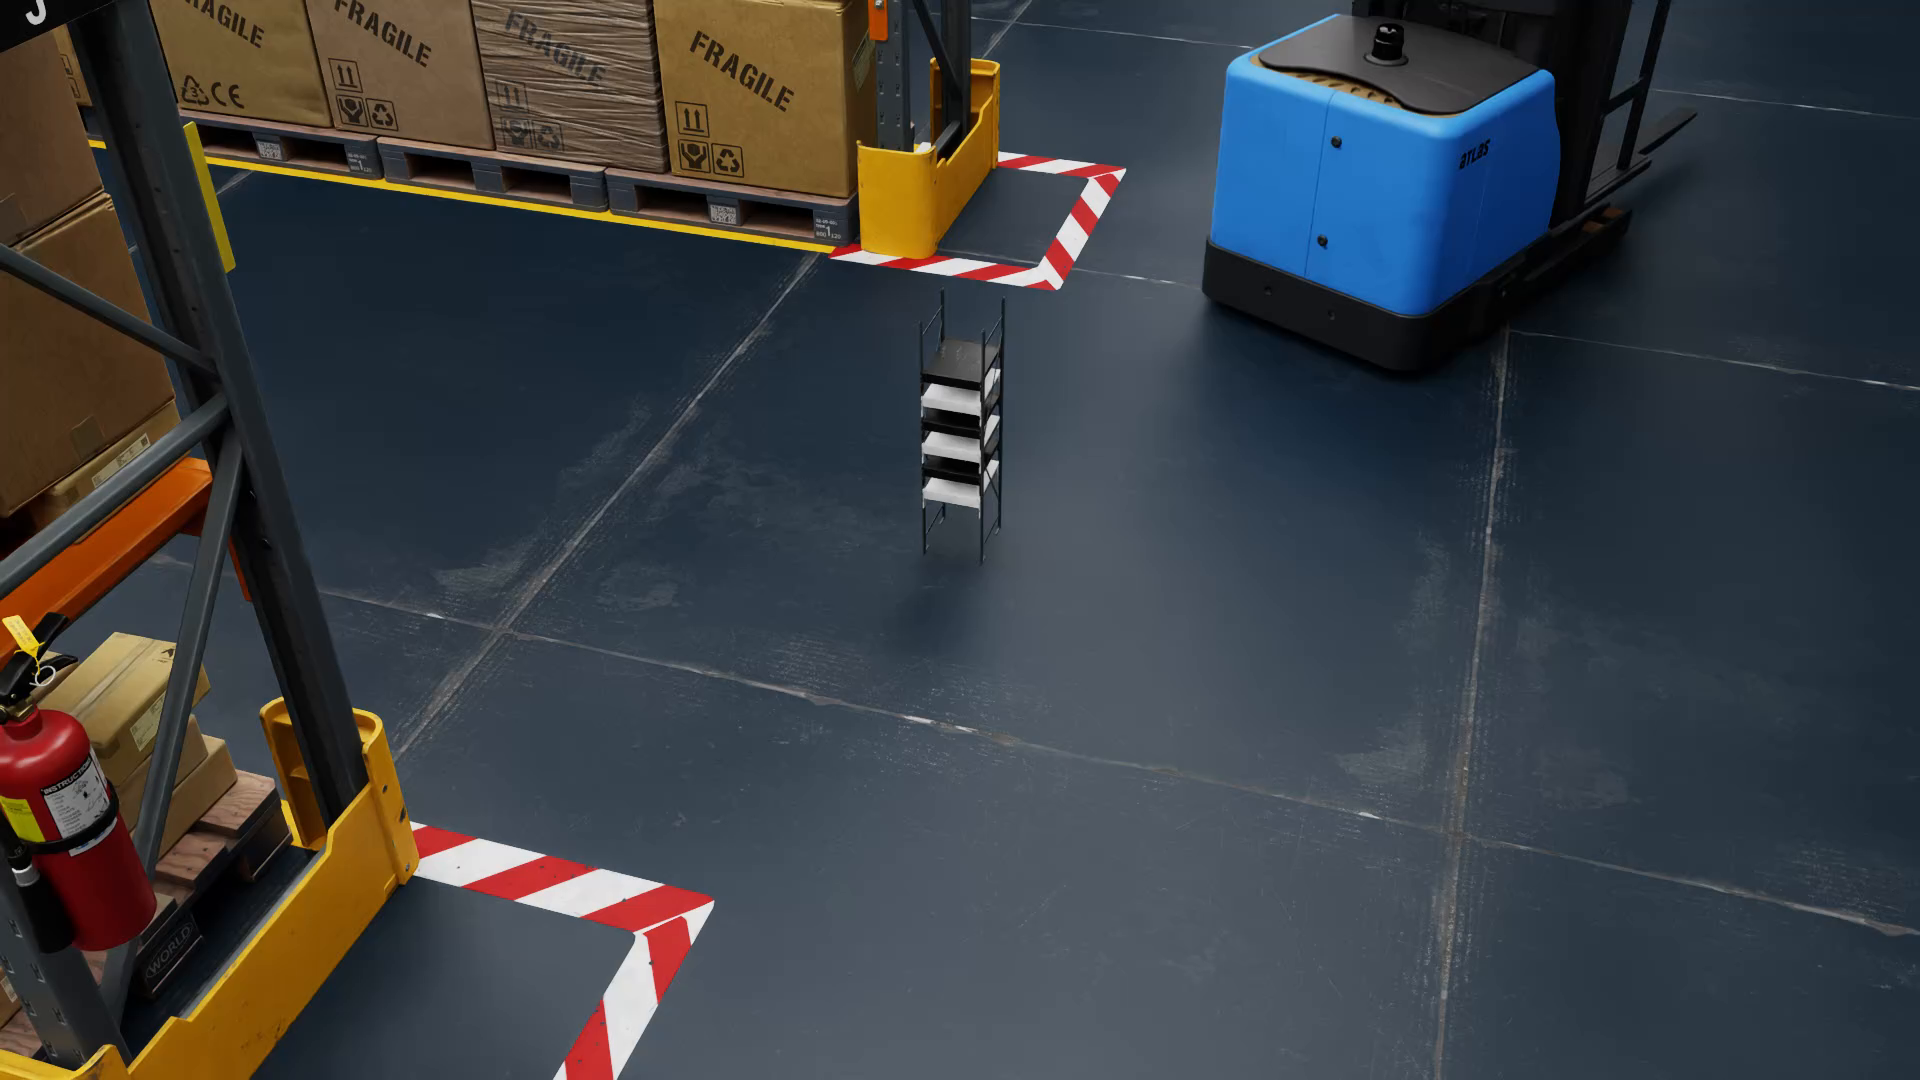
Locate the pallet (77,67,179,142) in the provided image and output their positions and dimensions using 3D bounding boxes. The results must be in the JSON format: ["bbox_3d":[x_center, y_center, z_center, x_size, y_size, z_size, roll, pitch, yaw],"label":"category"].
[{"bbox_3d":[-4.730,-2.500,8.968,1.213,0.211,1.003,10,38,14],"label":"pallet"}]

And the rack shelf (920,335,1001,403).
[{"bbox_3d":[0.008,-0.552,5.341,0.200,0.077,0.258,10,38,14],"label":"rack shelf"}]

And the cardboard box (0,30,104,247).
[{"bbox_3d":[-2.078,-0.826,3.163,0.500,0.500,0.500,10,38,14],"label":"cardboard box"}]

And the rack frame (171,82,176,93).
[{"bbox_3d":[-3.971,-3.529,8.014,0.127,3.000,1.000,10,38,14],"label":"rack frame"}]

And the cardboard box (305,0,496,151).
[{"bbox_3d":[-2.506,-2.521,8.083,0.875,0.875,0.875,10,38,14],"label":"cardboard box"}]

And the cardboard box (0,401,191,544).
[{"bbox_3d":[-1.940,-0.175,3.669,0.250,0.149,0.380,10,38,14],"label":"cardboard box"}]

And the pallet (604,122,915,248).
[{"bbox_3d":[-0.939,-1.796,8.012,1.213,0.211,1.003,10,38,14],"label":"pallet"}]

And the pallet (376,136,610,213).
[{"bbox_3d":[-2.100,-2.013,8.306,1.213,0.211,1.003,10,38,14],"label":"pallet"}]

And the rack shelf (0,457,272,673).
[{"bbox_3d":[-3.637,-0.097,3.958,4.000,0.370,1.077,10,38,14],"label":"rack shelf"}]

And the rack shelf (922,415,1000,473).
[{"bbox_3d":[0.008,-0.334,5.501,0.200,0.077,0.258,10,38,14],"label":"rack shelf"}]

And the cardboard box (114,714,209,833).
[{"bbox_3d":[-2.152,0.588,4.220,0.250,0.149,0.380,12,38,16],"label":"cardboard box"}]

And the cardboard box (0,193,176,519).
[{"bbox_3d":[-2.074,-0.429,3.467,0.500,0.500,0.500,12,38,16],"label":"cardboard box"}]

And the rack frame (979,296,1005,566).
[{"bbox_3d":[0.105,-0.343,5.457,0.006,0.900,0.240,10,38,14],"label":"rack frame"}]

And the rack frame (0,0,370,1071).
[{"bbox_3d":[-1.728,-0.033,3.265,0.127,3.000,1.000,10,38,14],"label":"rack frame"}]

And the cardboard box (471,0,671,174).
[{"bbox_3d":[-1.656,-2.364,7.870,0.875,0.875,0.875,10,38,14],"label":"cardboard box"}]

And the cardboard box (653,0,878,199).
[{"bbox_3d":[-0.787,-2.203,7.651,0.875,0.875,0.875,10,38,14],"label":"cardboard box"}]

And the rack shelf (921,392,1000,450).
[{"bbox_3d":[0.008,-0.407,5.448,0.200,0.077,0.258,10,38,14],"label":"rack shelf"}]

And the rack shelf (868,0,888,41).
[{"bbox_3d":[-2.062,-2.886,7.747,4.000,0.370,1.077,10,38,14],"label":"rack shelf"}]

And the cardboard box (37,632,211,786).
[{"bbox_3d":[-2.127,0.421,4.196,0.250,0.149,0.380,9,37,12],"label":"cardboard box"}]

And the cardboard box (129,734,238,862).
[{"bbox_3d":[-2.133,0.672,4.357,0.250,0.149,0.380,11,38,15],"label":"cardboard box"}]

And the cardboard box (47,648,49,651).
[{"bbox_3d":[-2.628,0.323,4.329,0.250,0.149,0.380,10,38,14],"label":"cardboard box"}]

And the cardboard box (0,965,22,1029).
[{"bbox_3d":[-2.293,0.971,3.952,0.250,0.149,0.380,11,38,15],"label":"cardboard box"}]

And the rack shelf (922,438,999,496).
[{"bbox_3d":[0.008,-0.262,5.554,0.200,0.077,0.258,10,38,14],"label":"rack shelf"}]

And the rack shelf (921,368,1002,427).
[{"bbox_3d":[0.008,-0.479,5.394,0.200,0.077,0.258,10,38,14],"label":"rack shelf"}]

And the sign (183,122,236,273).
[{"bbox_3d":[-1.567,-0.689,3.425,0.005,0.325,0.100,10,38,14],"label":"sign"}]

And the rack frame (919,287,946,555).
[{"bbox_3d":[-0.089,-0.379,5.506,0.006,0.900,0.240,10,38,14],"label":"rack frame"}]

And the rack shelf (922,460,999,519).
[{"bbox_3d":[0.008,-0.189,5.608,0.200,0.077,0.258,10,38,14],"label":"rack shelf"}]

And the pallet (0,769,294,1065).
[{"bbox_3d":[-2.566,0.913,4.332,1.213,0.211,1.003,10,38,14],"label":"pallet"}]

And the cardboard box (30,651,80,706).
[{"bbox_3d":[-2.426,0.441,4.170,0.250,0.149,0.380,11,38,15],"label":"cardboard box"}]

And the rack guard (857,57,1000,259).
[{"bbox_3d":[-0.130,-1.811,7.789,0.348,0.500,1.175,10,38,14],"label":"rack guard"}]

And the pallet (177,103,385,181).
[{"bbox_3d":[-3.268,-2.227,8.598,1.213,0.211,1.003,10,38,14],"label":"pallet"}]

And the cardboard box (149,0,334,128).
[{"bbox_3d":[-3.365,-2.680,8.299,0.875,0.875,0.875,10,38,14],"label":"cardboard box"}]

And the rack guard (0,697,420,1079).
[{"bbox_3d":[-1.801,0.960,4.024,0.348,0.500,1.175,10,38,14],"label":"rack guard"}]

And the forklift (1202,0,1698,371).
[{"bbox_3d":[2.401,-2.626,6.845,1.130,2.935,3.031,29,45,33],"label":"forklift"}]

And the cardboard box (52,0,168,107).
[{"bbox_3d":[-4.588,-2.944,8.658,0.875,0.875,1.225,11,38,14],"label":"cardboard box"}]

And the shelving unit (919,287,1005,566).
[{"bbox_3d":[0.008,-0.361,5.481,0.210,0.900,0.258,10,38,14],"label":"shelving unit"}]

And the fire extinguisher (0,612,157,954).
[{"bbox_3d":[-1.625,0.454,2.983,0.183,0.674,0.296,10,38,14],"label":"fire extinguisher"}]

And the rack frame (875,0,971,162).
[{"bbox_3d":[-0.153,-2.822,7.054,0.127,3.000,1.000,10,38,14],"label":"rack frame"}]
